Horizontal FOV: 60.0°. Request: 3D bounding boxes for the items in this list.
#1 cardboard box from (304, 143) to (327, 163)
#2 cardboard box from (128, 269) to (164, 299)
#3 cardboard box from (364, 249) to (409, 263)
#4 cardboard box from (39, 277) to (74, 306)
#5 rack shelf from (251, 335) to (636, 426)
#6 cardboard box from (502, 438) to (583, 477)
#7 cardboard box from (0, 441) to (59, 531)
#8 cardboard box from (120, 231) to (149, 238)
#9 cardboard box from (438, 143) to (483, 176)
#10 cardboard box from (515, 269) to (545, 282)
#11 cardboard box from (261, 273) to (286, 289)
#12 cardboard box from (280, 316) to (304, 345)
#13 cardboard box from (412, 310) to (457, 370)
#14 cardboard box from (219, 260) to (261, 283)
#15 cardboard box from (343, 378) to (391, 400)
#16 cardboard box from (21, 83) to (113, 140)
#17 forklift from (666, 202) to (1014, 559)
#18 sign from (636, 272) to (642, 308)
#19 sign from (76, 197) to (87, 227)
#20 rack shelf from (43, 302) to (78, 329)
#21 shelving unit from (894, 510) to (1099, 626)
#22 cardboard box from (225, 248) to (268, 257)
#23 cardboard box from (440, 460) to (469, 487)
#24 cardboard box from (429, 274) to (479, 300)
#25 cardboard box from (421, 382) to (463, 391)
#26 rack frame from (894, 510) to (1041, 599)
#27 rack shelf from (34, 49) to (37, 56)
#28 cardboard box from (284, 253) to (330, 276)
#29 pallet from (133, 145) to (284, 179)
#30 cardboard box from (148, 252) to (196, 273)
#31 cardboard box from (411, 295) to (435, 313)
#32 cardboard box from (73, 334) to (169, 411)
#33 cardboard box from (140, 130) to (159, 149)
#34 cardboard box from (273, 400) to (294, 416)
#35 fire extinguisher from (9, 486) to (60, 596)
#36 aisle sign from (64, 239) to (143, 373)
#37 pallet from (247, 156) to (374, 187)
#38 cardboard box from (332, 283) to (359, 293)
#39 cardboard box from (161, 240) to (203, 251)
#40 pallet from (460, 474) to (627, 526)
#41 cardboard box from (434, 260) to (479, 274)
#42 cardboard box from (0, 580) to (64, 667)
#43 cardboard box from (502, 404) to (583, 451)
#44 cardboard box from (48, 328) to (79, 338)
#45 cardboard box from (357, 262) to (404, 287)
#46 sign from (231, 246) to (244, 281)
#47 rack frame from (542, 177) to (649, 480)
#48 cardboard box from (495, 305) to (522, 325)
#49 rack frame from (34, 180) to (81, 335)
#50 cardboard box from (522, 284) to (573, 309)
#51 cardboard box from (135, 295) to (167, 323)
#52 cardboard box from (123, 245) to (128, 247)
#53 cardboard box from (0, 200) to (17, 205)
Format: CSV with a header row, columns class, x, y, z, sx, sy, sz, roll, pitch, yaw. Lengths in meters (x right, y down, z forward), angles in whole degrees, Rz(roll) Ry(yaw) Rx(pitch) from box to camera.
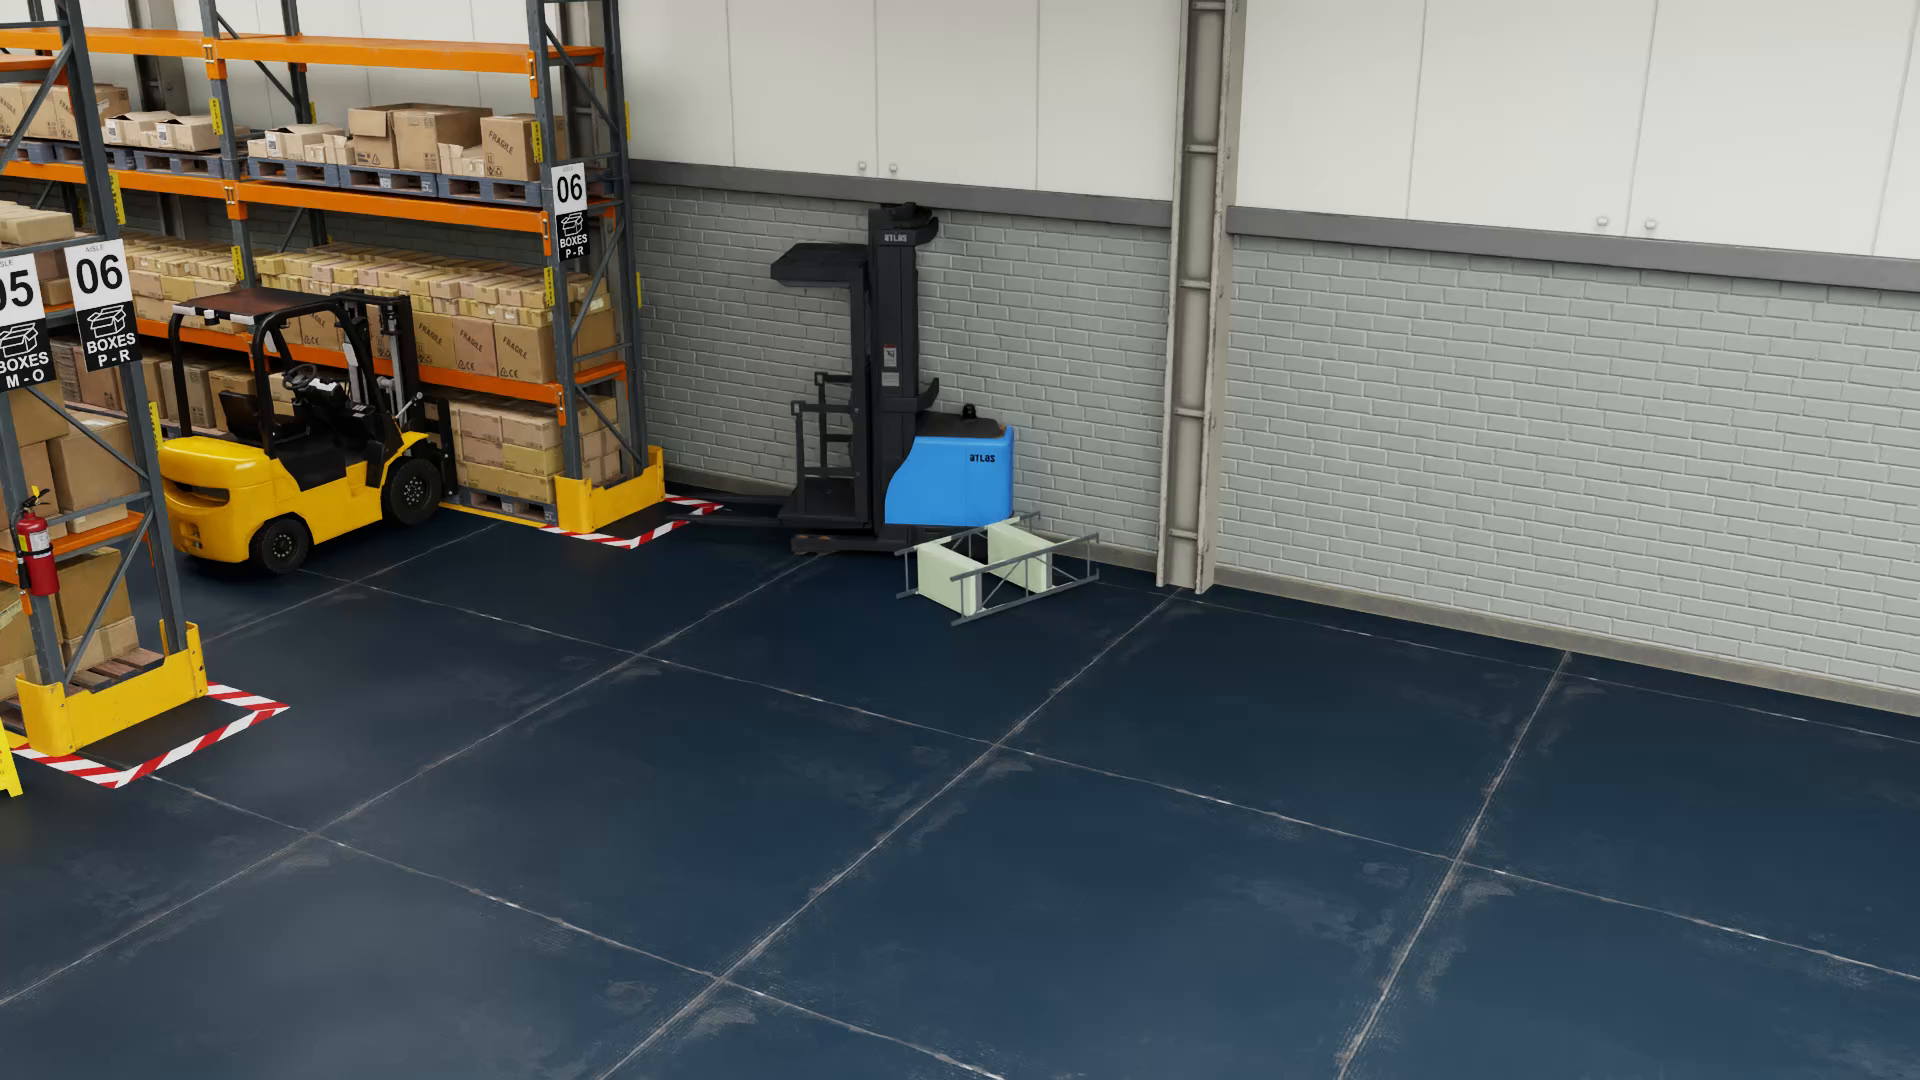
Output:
class,x,y,z,sx,sy,sz,roll,pitch,yaw
cardboard box,-5.796,-3.572,15.317,0.250,0.149,0.380,12,23,29
cardboard box,-8.160,-2.668,17.107,0.500,0.250,0.500,11,23,28
cardboard box,-5.599,-2.740,16.282,0.250,0.149,0.380,10,22,26
cardboard box,-5.767,-1.628,10.723,0.250,0.149,0.380,11,23,27
rack shelf,-4.964,-1.657,15.888,4.000,0.370,1.077,11,23,27
cardboard box,-3.796,-0.791,15.127,0.500,0.250,0.500,10,22,27
cardboard box,-6.244,-0.380,10.728,0.500,0.500,0.500,10,22,26
cardboard box,-9.092,-3.260,18.153,0.250,0.149,0.380,10,22,26
cardboard box,-4.311,-3.344,14.518,0.258,0.266,0.396,11,23,27
cardboard box,-3.857,-2.367,15.256,0.250,0.149,0.380,11,23,28
cardboard box,-6.560,-2.549,16.192,0.250,0.149,0.380,10,22,26
cardboard box,-6.450,-2.224,16.247,0.500,0.500,0.500,10,22,26
cardboard box,-4.672,-1.888,15.321,0.500,0.500,0.500,10,22,26
cardboard box,-7.117,-2.671,16.529,0.250,0.149,0.380,12,23,29
cardboard box,-5.559,-1.362,15.968,0.500,0.250,0.500,12,23,29
cardboard box,-9.200,-4.448,17.217,0.500,0.500,0.700,10,22,26
forklift,-1.029,-1.418,14.275,3.031,2.935,1.130,2,20,6
sign,-2.942,-2.271,15.140,0.005,0.325,0.100,11,23,27
sign,-9.935,-3.703,18.775,0.005,0.325,0.100,11,23,27
rack shelf,-7.382,-1.589,11.301,4.000,0.370,1.077,11,23,27
shelving unit,0.307,0.206,13.412,1.500,0.431,0.755,-16,25,-34
cardboard box,-7.339,-2.904,17.173,0.250,0.149,0.380,11,23,27
cardboard box,-4.644,-0.723,15.674,0.500,0.250,0.500,11,23,28
cardboard box,-4.568,-2.293,15.050,0.250,0.149,0.380,11,23,29
cardboard box,-4.859,-1.430,16.155,0.500,0.250,0.500,10,22,26
rack frame,0.085,0.110,13.686,1.500,0.400,0.023,-16,25,-34
rack shelf,-11.948,-5.620,18.601,4.000,0.370,1.077,11,23,27
cardboard box,-6.296,-2.667,16.083,0.250,0.149,0.380,11,23,28
pallet,-7.487,-3.791,16.597,1.217,0.209,0.805,10,22,25
cardboard box,-8.031,-2.831,16.971,0.250,0.149,0.380,10,22,26
cardboard box,-4.789,-2.195,15.217,0.250,0.149,0.380,11,23,28
cardboard box,-9.090,-1.860,18.259,0.625,0.625,0.875,12,23,29
cardboard box,-7.818,-3.957,16.380,0.250,0.149,0.380,11,23,27
cardboard box,-6.438,-1.296,16.519,0.500,0.250,0.500,11,23,27
fire extinguisher,-5.760,0.008,10.355,0.183,0.674,0.296,11,23,27
aisle sign,-5.430,-1.489,10.555,0.004,0.787,0.394,11,23,27
pallet,-5.953,-3.562,15.816,1.213,0.211,1.003,11,23,27
cardboard box,-5.685,-2.364,15.683,0.250,0.149,0.380,11,22,27
cardboard box,-8.221,-3.070,17.629,0.250,0.149,0.380,11,23,28
pallet,-3.906,-0.467,15.640,1.213,0.211,1.003,11,23,27
cardboard box,-4.744,-2.540,15.732,0.250,0.149,0.380,11,23,28
cardboard box,-6.462,0.502,11.195,0.500,0.500,0.500,11,23,28
cardboard box,-3.772,-1.021,15.030,0.500,0.250,0.500,12,23,29
cardboard box,-10.434,-2.169,19.294,0.500,0.500,0.500,12,23,29
cardboard box,-5.413,-2.488,15.588,0.250,0.149,0.380,11,23,27
sign,-6.966,-2.672,16.048,0.005,0.325,0.100,11,23,27
rack frame,-3.218,-1.663,14.848,0.127,3.000,1.000,11,23,27
cardboard box,-3.895,-2.023,14.742,0.250,0.149,0.380,11,23,28
rack frame,-10.202,-2.993,18.516,0.127,3.000,1.000,11,23,27
cardboard box,-3.634,-2.151,14.661,0.250,0.149,0.380,11,23,27
cardboard box,-8.138,-2.437,17.203,0.500,0.250,0.500,11,23,28
cardboard box,-8.936,-2.993,17.417,0.250,0.149,0.380,11,23,28
cardboard box,-6.445,-2.132,10.942,0.250,0.149,0.380,11,23,27
